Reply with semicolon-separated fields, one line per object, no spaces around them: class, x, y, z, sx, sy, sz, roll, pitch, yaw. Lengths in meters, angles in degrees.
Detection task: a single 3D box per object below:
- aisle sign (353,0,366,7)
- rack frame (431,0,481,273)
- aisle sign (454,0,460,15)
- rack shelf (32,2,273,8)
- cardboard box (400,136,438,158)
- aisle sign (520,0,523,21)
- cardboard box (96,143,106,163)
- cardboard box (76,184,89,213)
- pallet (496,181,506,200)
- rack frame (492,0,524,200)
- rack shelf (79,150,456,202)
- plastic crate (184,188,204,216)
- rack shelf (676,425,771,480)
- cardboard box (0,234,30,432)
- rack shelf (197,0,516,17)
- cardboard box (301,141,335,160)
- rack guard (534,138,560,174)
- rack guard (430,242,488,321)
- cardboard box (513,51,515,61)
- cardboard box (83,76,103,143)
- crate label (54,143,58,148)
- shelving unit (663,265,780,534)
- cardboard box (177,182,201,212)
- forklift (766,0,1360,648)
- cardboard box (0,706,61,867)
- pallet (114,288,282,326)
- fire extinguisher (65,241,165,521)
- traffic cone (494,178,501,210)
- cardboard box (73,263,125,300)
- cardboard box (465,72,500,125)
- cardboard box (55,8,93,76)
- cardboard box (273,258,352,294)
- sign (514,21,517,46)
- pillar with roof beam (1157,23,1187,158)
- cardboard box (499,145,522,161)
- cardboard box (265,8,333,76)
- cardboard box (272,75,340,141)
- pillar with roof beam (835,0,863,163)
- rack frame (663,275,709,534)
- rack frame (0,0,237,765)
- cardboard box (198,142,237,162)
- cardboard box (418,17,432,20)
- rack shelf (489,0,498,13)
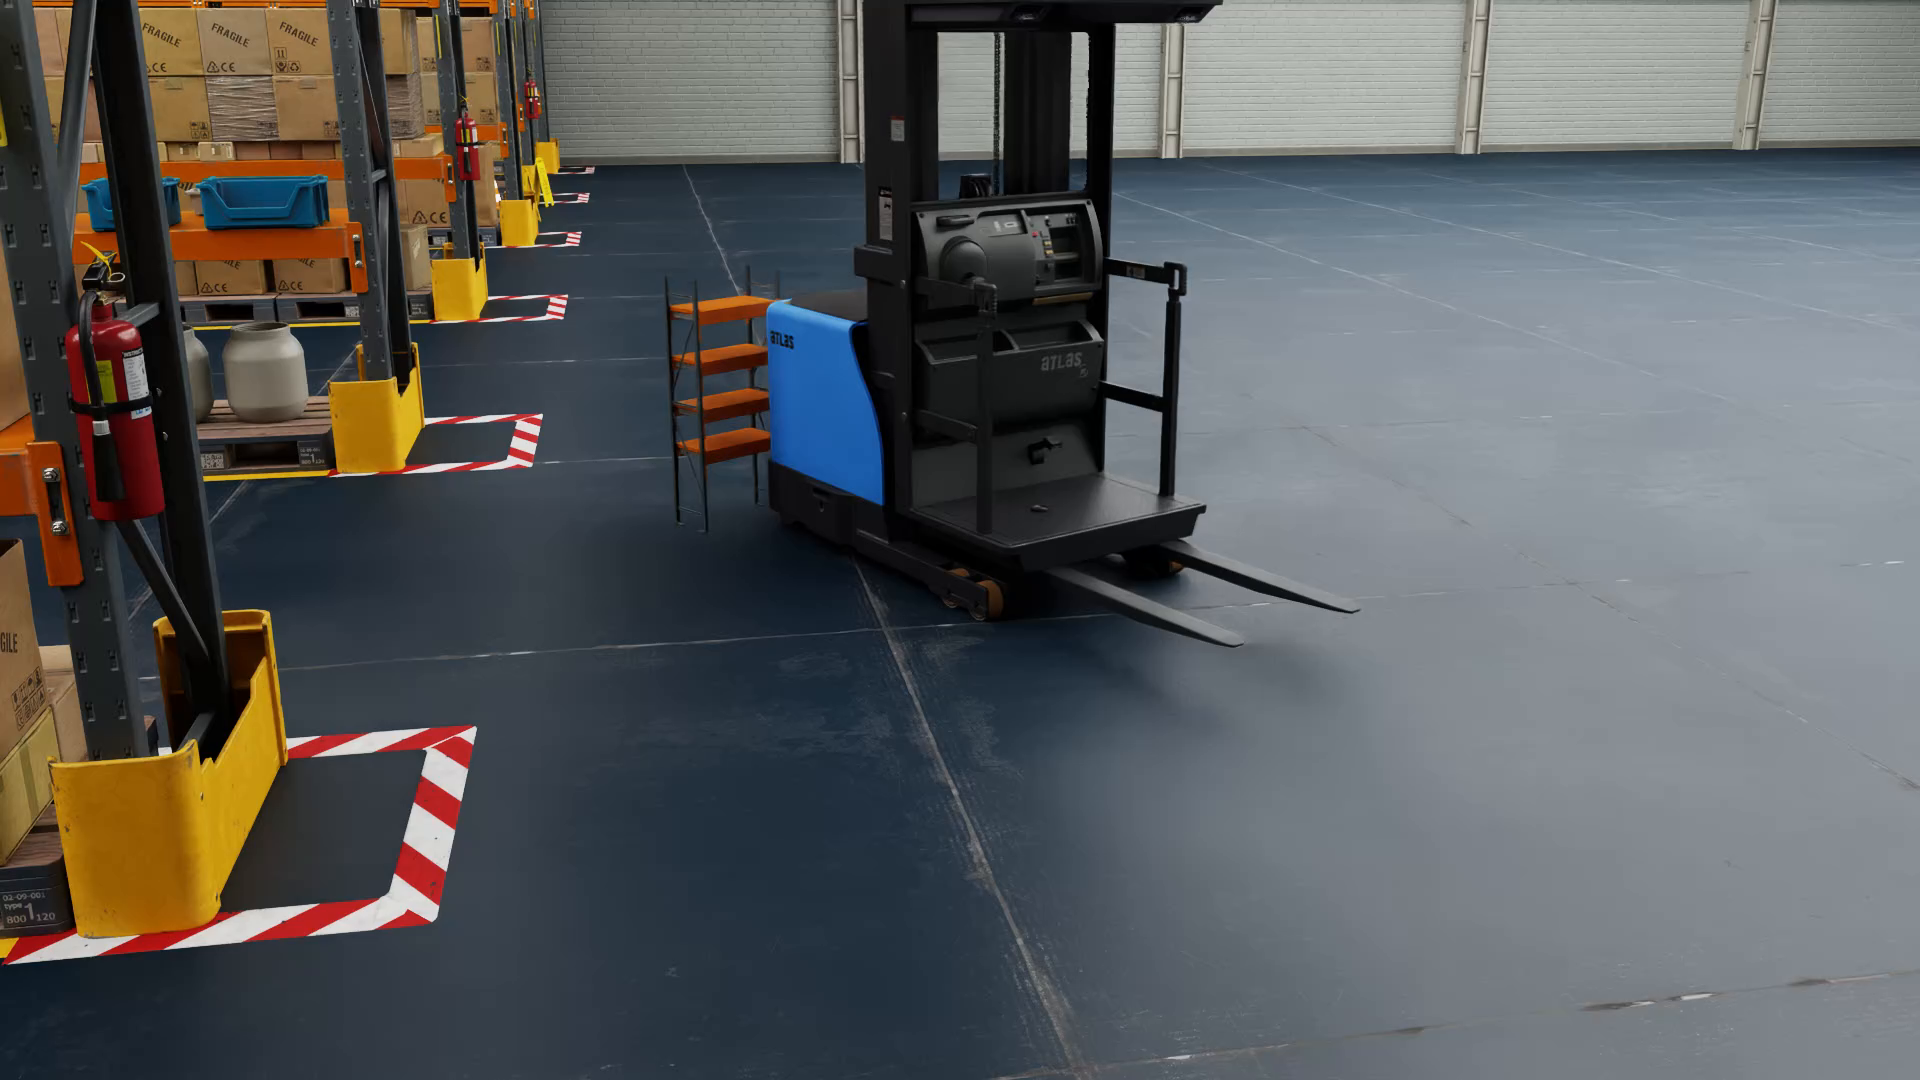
aisle sign;-3.115;-3.144;8.512;0.004;0.787;0.394;-3;17;-10
rack frame;-4.181;-3.411;13.808;0.127;3.000;1.000;-3;17;-10
aisle sign;-4.178;-4.744;13.719;0.004;0.787;0.394;-3;17;-10
rack shelf;-12.898;-8.454;26.344;4.000;0.370;1.077;-3;17;-10
cardboard box;-4.422;-3.215;13.599;0.250;0.149;0.380;-3;17;-10
aisle sign;-5.946;-7.430;22.467;0.004;0.787;0.394;-3;17;-10
cardboard box;-6.618;-3.070;13.126;0.250;0.149;0.380;-3;17;-10
cardboard box;-9.543;-3.688;17.828;0.750;0.750;1.050;-3;17;-11
pallet;-6.940;-4.895;23.391;1.213;0.211;1.003;-3;17;-10
rack frame;-5.023;-4.846;18.482;0.127;3.000;1.000;-3;17;-10
rack shelf;-6.145;-2.956;13.551;4.000;0.370;1.077;-3;17;-10
plastic crate;-4.182;-1.900;9.338;0.250;0.136;0.298;-3;17;-10
rack shelf;-1.120;-0.428;8.066;0.258;0.148;0.480;16;23;41
cardboard box;-2.767;-0.580;4.422;0.500;0.500;0.700;-3;17;-10
rack shelf;-8.025;-7.246;22.412;4.000;0.370;1.077;-3;17;-10
cardboard box;-5.152;-3.163;13.430;0.250;0.149;0.380;-3;17;-10
rack guard;-6.983;-6.505;28.139;0.348;0.500;1.175;-3;17;-10
rack guard;-4.256;-2.212;14.161;0.348;0.500;1.175;-3;17;-10
cardboard box;-7.294;-7.956;27.332;0.250;0.149;0.380;-3;17;-10
cardboard box;-6.686;-3.460;13.291;0.500;0.500;0.875;-3;17;-10
crate label;-4.998;-1.819;8.567;0.616;0.435;0.502;-3;17;-10
shelving unit;-1.120;-0.682;7.988;0.258;1.200;0.503;16;23;41
cardboard box;-8.320;-3.823;18.055;0.875;0.875;0.875;-3;17;-10
forklift;0.342;-1.233;6.834;1.130;2.935;3.031;-12;21;-34
cardboard box;-2.776;0.674;4.477;0.500;0.250;0.500;-3;17;-10
pallet;-6.256;-1.972;13.872;1.213;0.211;1.003;-3;17;-10
fire extinguisher;-2.102;-0.391;4.106;0.183;0.674;0.296;-3;17;-10
traffic cone;-6.239;-4.659;22.193;0.334;0.463;0.336;-3;17;-10
cardboard box;-7.148;-2.239;13.534;0.500;0.500;0.500;2;17;7
cardboard box;-5.379;-4.884;18.350;0.550;0.550;0.875;-3;17;-10
cardboard box;-6.637;-3.864;12.903;0.500;0.500;0.500;-3;17;-10
cardboard box;-5.378;-2.344;13.875;0.500;0.500;0.500;1;17;4
sign;-5.976;-6.811;22.368;0.005;0.325;0.100;-3;17;-10
pillar with roof beam;4.737;-10.215;25.742;0.400;9.000;9.100;-3;17;-10
cardboard box;-7.408;-6.468;27.728;0.500;0.250;0.500;-3;17;-10
cardboard box;-5.164;-3.947;13.175;0.500;0.500;0.500;-3;17;-10
cardboard box;-5.195;-3.516;13.472;0.500;0.500;0.875;-3;17;-10
pillar with roof beam;-1.154;-9.880;24.654;0.400;9.000;9.100;-3;17;-10
rack frame;-1.289;-0.630;7.820;0.240;1.200;0.015;16;23;41
rack frame;-2.306;-0.555;4.510;0.127;3.000;1.000;-3;17;-10
cardboard box;-5.875;-3.102;13.229;0.250;0.149;0.380;-3;17;-10
cardboard box;-7.020;-6.818;22.522;0.500;0.500;0.700;-3;17;-10
rack shelf;-6.987;-5.825;17.784;4.000;0.370;1.077;-3;17;-10
